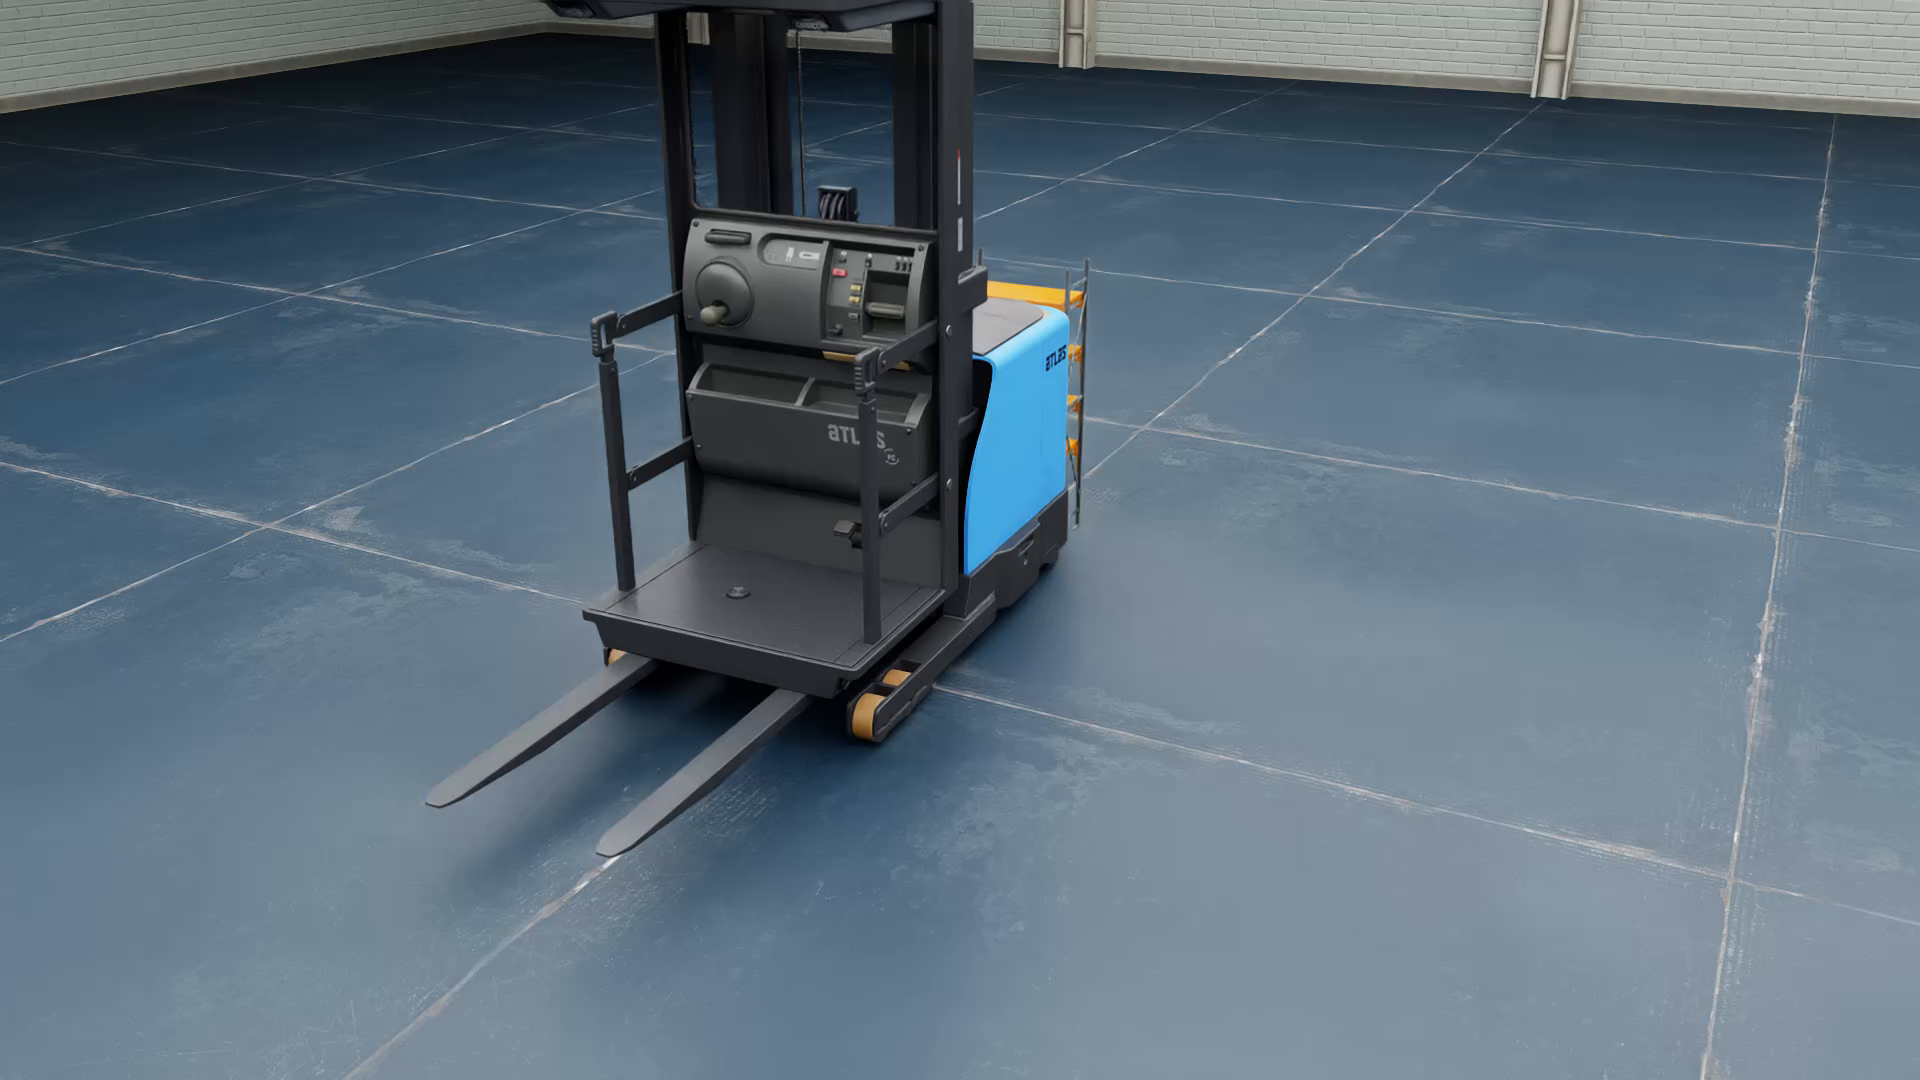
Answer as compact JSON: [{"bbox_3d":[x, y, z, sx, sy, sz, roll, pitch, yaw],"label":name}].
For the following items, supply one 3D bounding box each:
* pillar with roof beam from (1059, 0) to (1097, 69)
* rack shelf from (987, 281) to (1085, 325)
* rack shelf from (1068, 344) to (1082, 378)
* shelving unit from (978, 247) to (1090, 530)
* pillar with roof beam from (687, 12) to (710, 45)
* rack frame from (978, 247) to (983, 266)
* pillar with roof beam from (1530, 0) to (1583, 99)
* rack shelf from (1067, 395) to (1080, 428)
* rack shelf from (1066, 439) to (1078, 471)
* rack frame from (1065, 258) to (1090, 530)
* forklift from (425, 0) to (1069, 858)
[{"bbox_3d":[-0.400,-8.880,16.632,0.400,9.000,9.100,11,25,25],"label":"pillar with roof beam"},{"bbox_3d":[0.263,-0.984,7.021,0.480,0.148,0.258,10,24,23],"label":"rack shelf"},{"bbox_3d":[0.261,-0.765,7.110,0.480,0.148,0.258,10,24,23],"label":"rack shelf"},{"bbox_3d":[0.260,-0.620,7.169,0.503,1.200,0.258,10,24,23],"label":"shelving unit"},{"bbox_3d":[-5.754,-9.939,19.123,0.400,9.000,9.100,11,25,25],"label":"pillar with roof beam"},{"bbox_3d":[0.039,-0.660,7.264,0.015,1.200,0.240,10,24,23],"label":"rack frame"},{"bbox_3d":[4.955,-7.820,14.141,0.400,9.000,9.100,11,25,25],"label":"pillar with roof beam"},{"bbox_3d":[0.260,-0.558,7.195,0.480,0.148,0.258,10,24,23],"label":"rack shelf"},{"bbox_3d":[0.259,-0.374,7.270,0.480,0.148,0.258,10,24,23],"label":"rack shelf"},{"bbox_3d":[0.482,-0.580,7.075,0.015,1.200,0.240,10,24,23],"label":"rack frame"},{"bbox_3d":[-0.626,-0.856,5.518,1.130,2.935,3.031,10,25,23],"label":"forklift"}]
